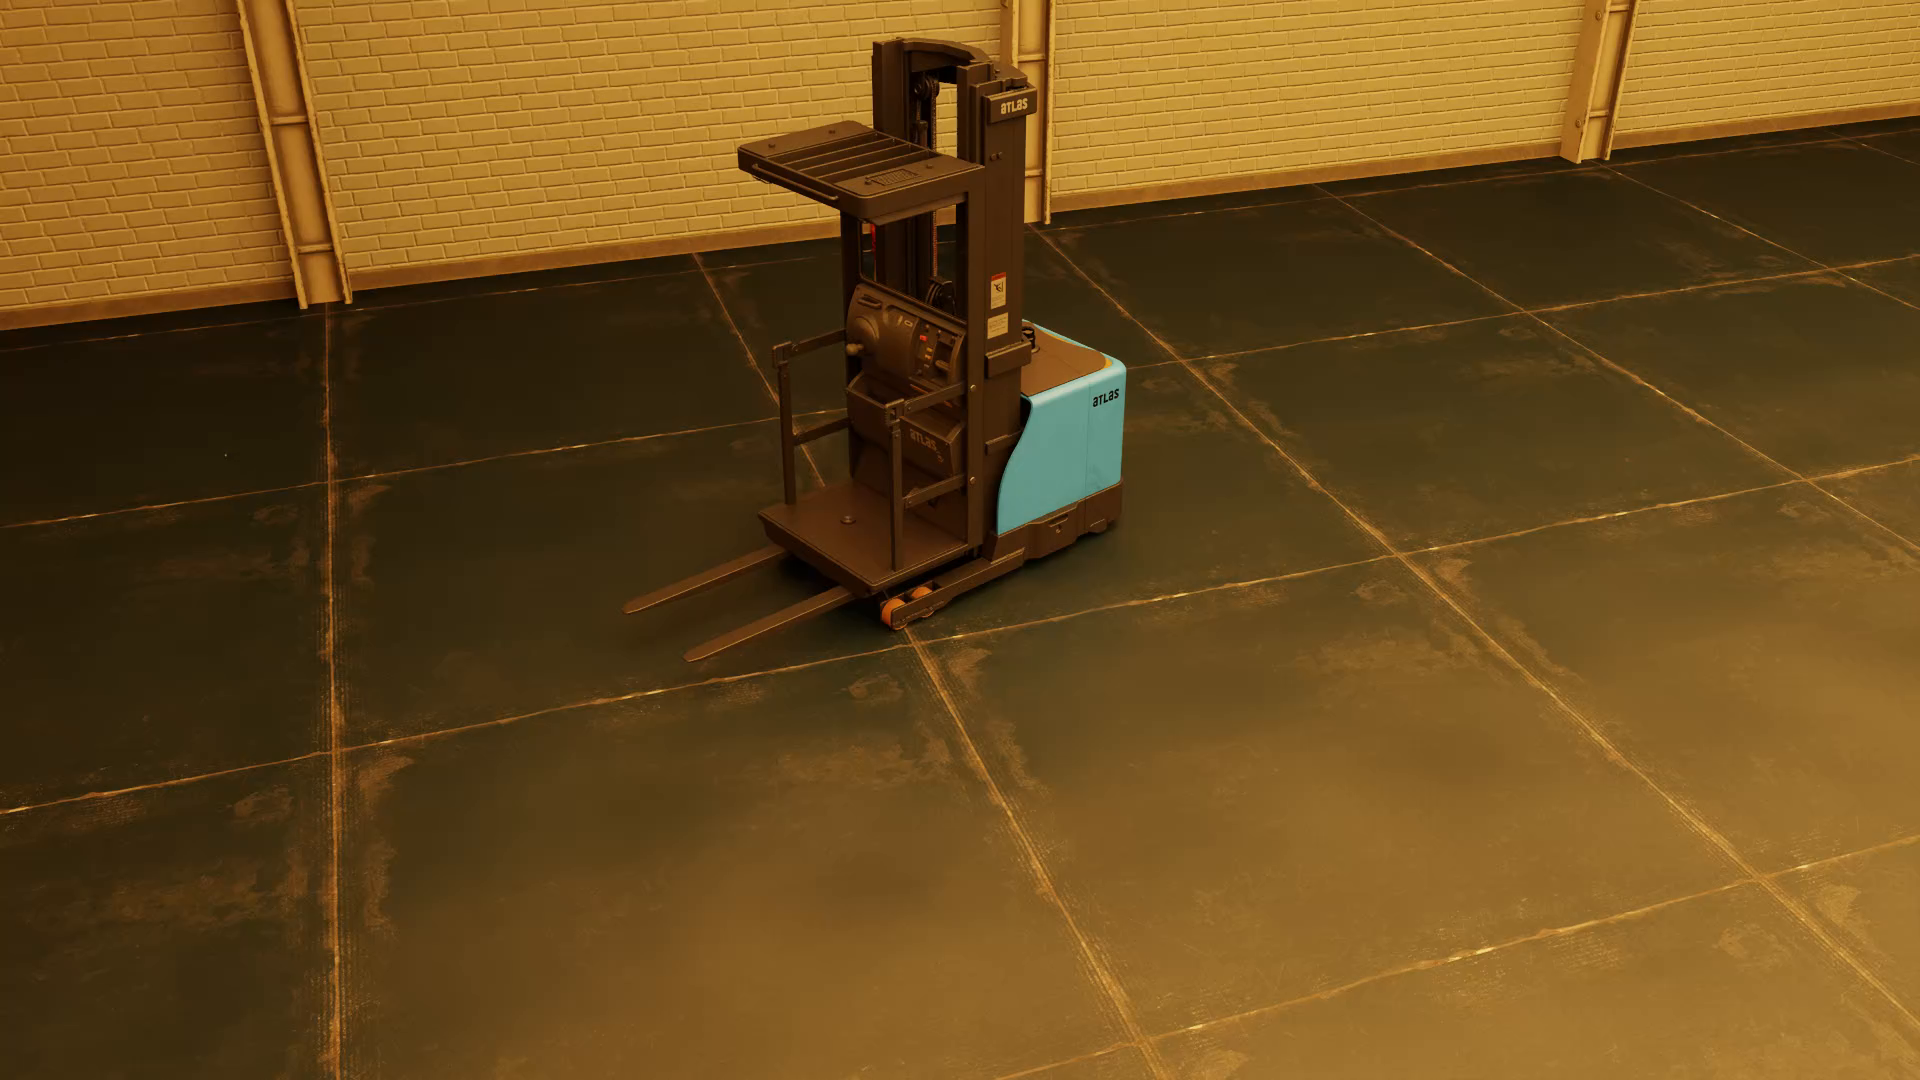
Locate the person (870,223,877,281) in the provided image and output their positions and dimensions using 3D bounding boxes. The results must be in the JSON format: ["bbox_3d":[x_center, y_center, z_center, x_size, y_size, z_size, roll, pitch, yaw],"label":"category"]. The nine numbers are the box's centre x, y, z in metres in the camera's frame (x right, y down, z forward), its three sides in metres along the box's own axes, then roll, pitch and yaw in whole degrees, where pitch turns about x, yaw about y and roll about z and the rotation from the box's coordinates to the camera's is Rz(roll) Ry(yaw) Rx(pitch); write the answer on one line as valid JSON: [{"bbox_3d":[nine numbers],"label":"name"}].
[{"bbox_3d":[-0.331,-1.778,11.368,0.551,1.728,0.640,-2,30,-3],"label":"person"}]

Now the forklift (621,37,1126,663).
[{"bbox_3d":[-0.461,-1.072,8.951,3.031,2.935,1.130,-23,37,-34],"label":"forklift"}]
